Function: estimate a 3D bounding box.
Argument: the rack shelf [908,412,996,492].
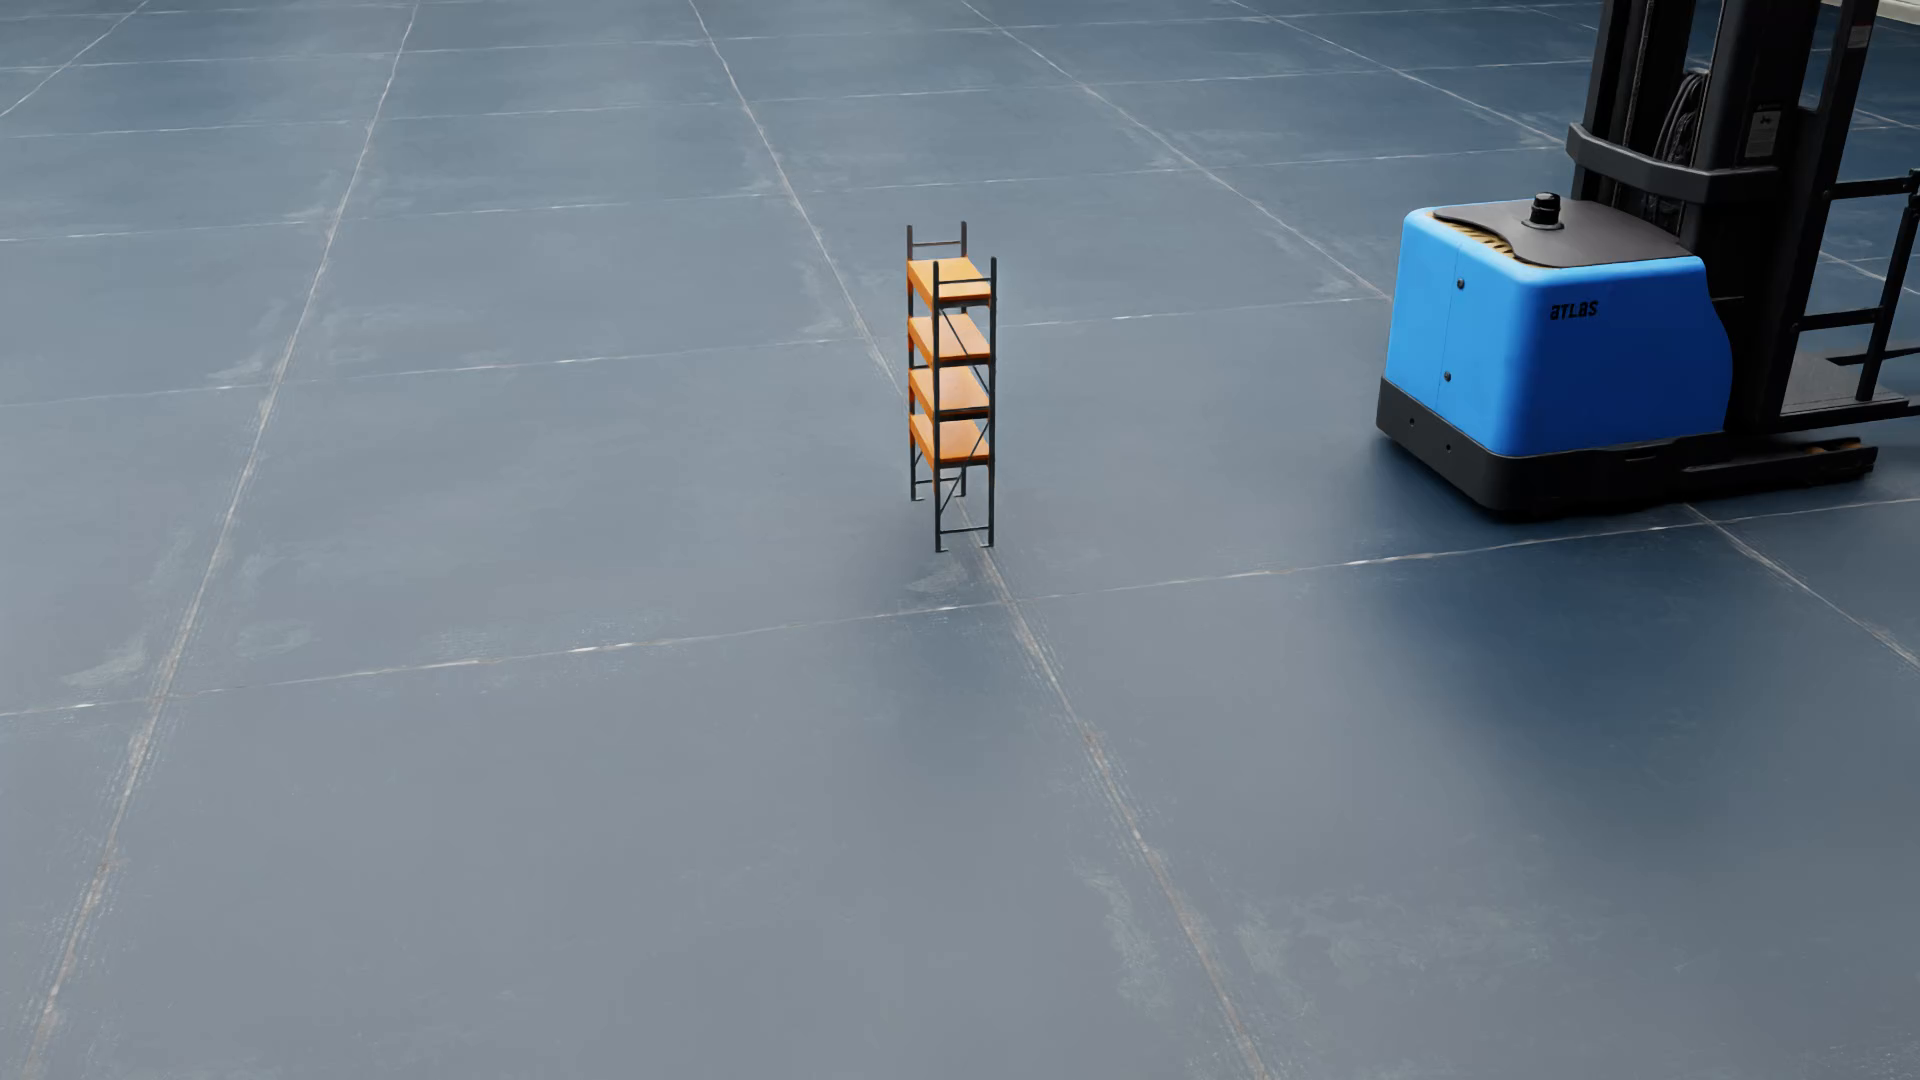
[{"bbox_3d":[-0.037,-0.371,6.743,0.258,0.148,0.480,-6,27,-12],"label":"rack shelf"}]

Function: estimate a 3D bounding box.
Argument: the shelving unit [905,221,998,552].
[{"bbox_3d":[-0.037,-0.608,6.624,0.258,1.200,0.503,-6,27,-12],"label":"shelving unit"}]

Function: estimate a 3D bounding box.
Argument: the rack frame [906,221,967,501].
[{"bbox_3d":[-0.092,-0.715,6.836,0.240,1.200,0.015,-6,27,-12],"label":"rack frame"}]

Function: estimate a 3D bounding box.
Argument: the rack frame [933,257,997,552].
[{"bbox_3d":[0.018,-0.501,6.411,0.240,1.200,0.015,-6,27,-12],"label":"rack frame"}]

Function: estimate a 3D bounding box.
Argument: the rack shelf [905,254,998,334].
[{"bbox_3d":[-0.037,-0.959,6.447,0.258,0.148,0.480,-6,27,-12],"label":"rack shelf"}]

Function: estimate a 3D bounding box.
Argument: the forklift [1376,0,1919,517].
[{"bbox_3d":[3.485,-1.767,6.998,3.031,2.935,1.130,-7,28,-14],"label":"forklift"}]

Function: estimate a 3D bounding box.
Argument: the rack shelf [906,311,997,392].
[{"bbox_3d":[-0.037,-0.748,6.553,0.258,0.148,0.480,-6,27,-12],"label":"rack shelf"}]

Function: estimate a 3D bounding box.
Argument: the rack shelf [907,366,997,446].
[{"bbox_3d":[-0.037,-0.548,6.654,0.258,0.148,0.480,-6,27,-12],"label":"rack shelf"}]
